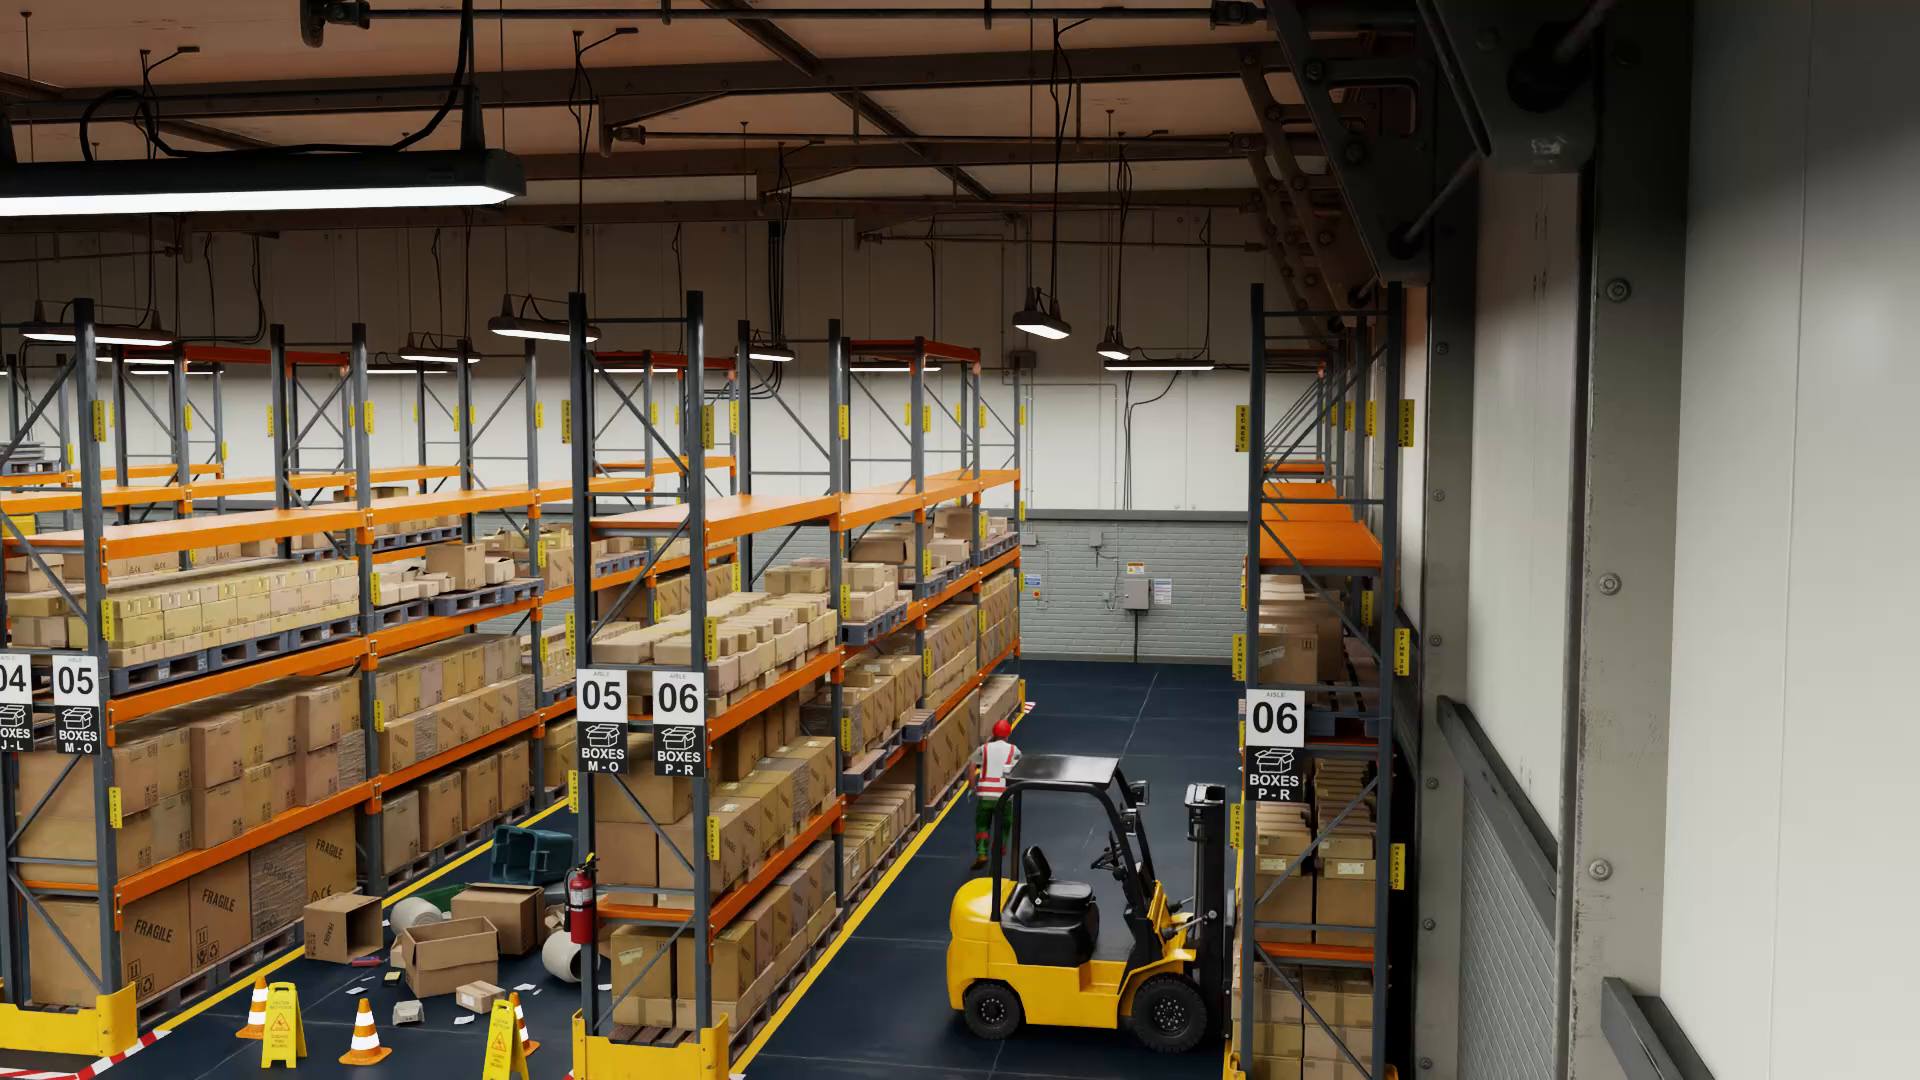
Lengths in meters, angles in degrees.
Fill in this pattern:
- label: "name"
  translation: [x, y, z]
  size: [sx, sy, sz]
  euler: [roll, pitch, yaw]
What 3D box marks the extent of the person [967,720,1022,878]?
- label: "person"
  translation: [0.397, 2.850, 18.447]
  size: [0.660, 1.680, 0.770]
  euler: [1, 5, 12]
